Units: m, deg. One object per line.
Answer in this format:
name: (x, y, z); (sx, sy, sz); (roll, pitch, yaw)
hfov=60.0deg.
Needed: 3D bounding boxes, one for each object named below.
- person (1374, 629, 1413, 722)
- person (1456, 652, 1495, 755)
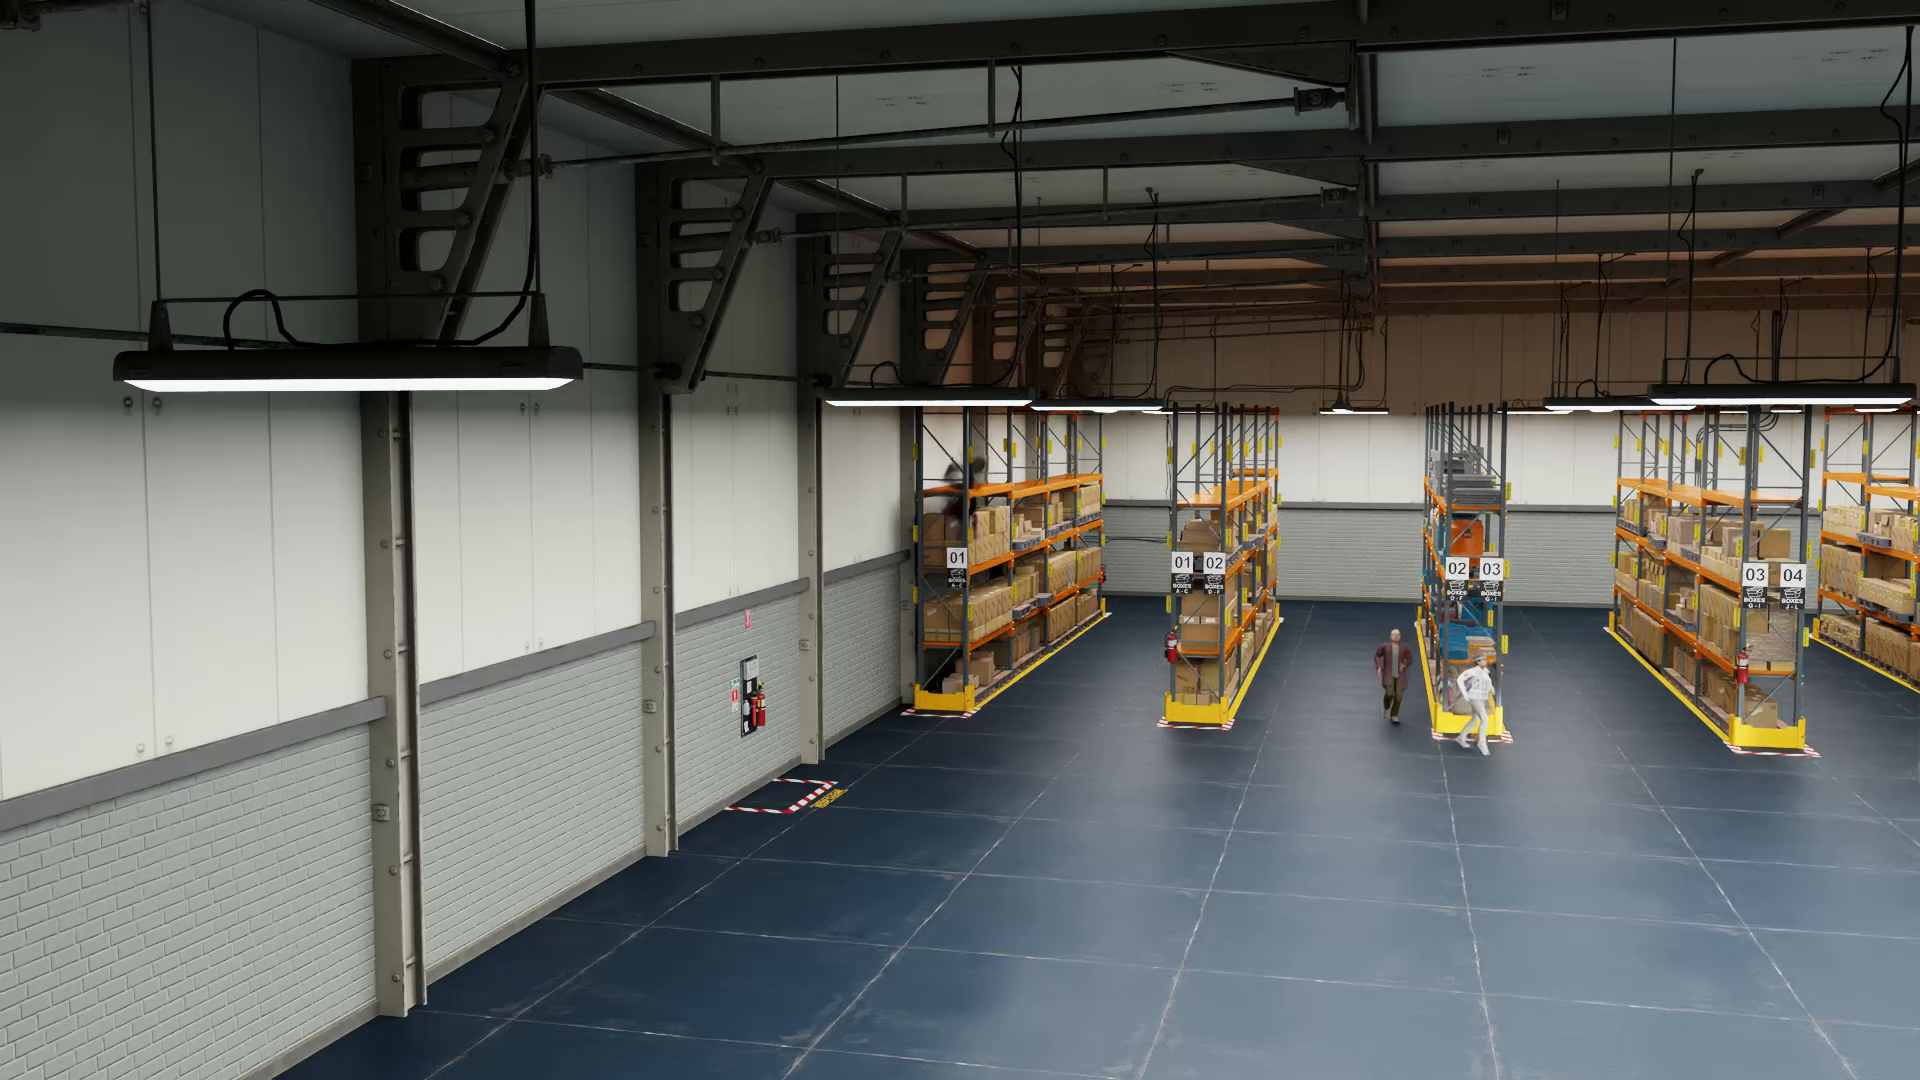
person: (8.134, 2.549, 31.165); (0.691, 1.729, 0.615); (1, 4, 8)
person: (8.883, 2.784, 28.559); (0.608, 1.748, 0.711); (-4, 6, -42)
